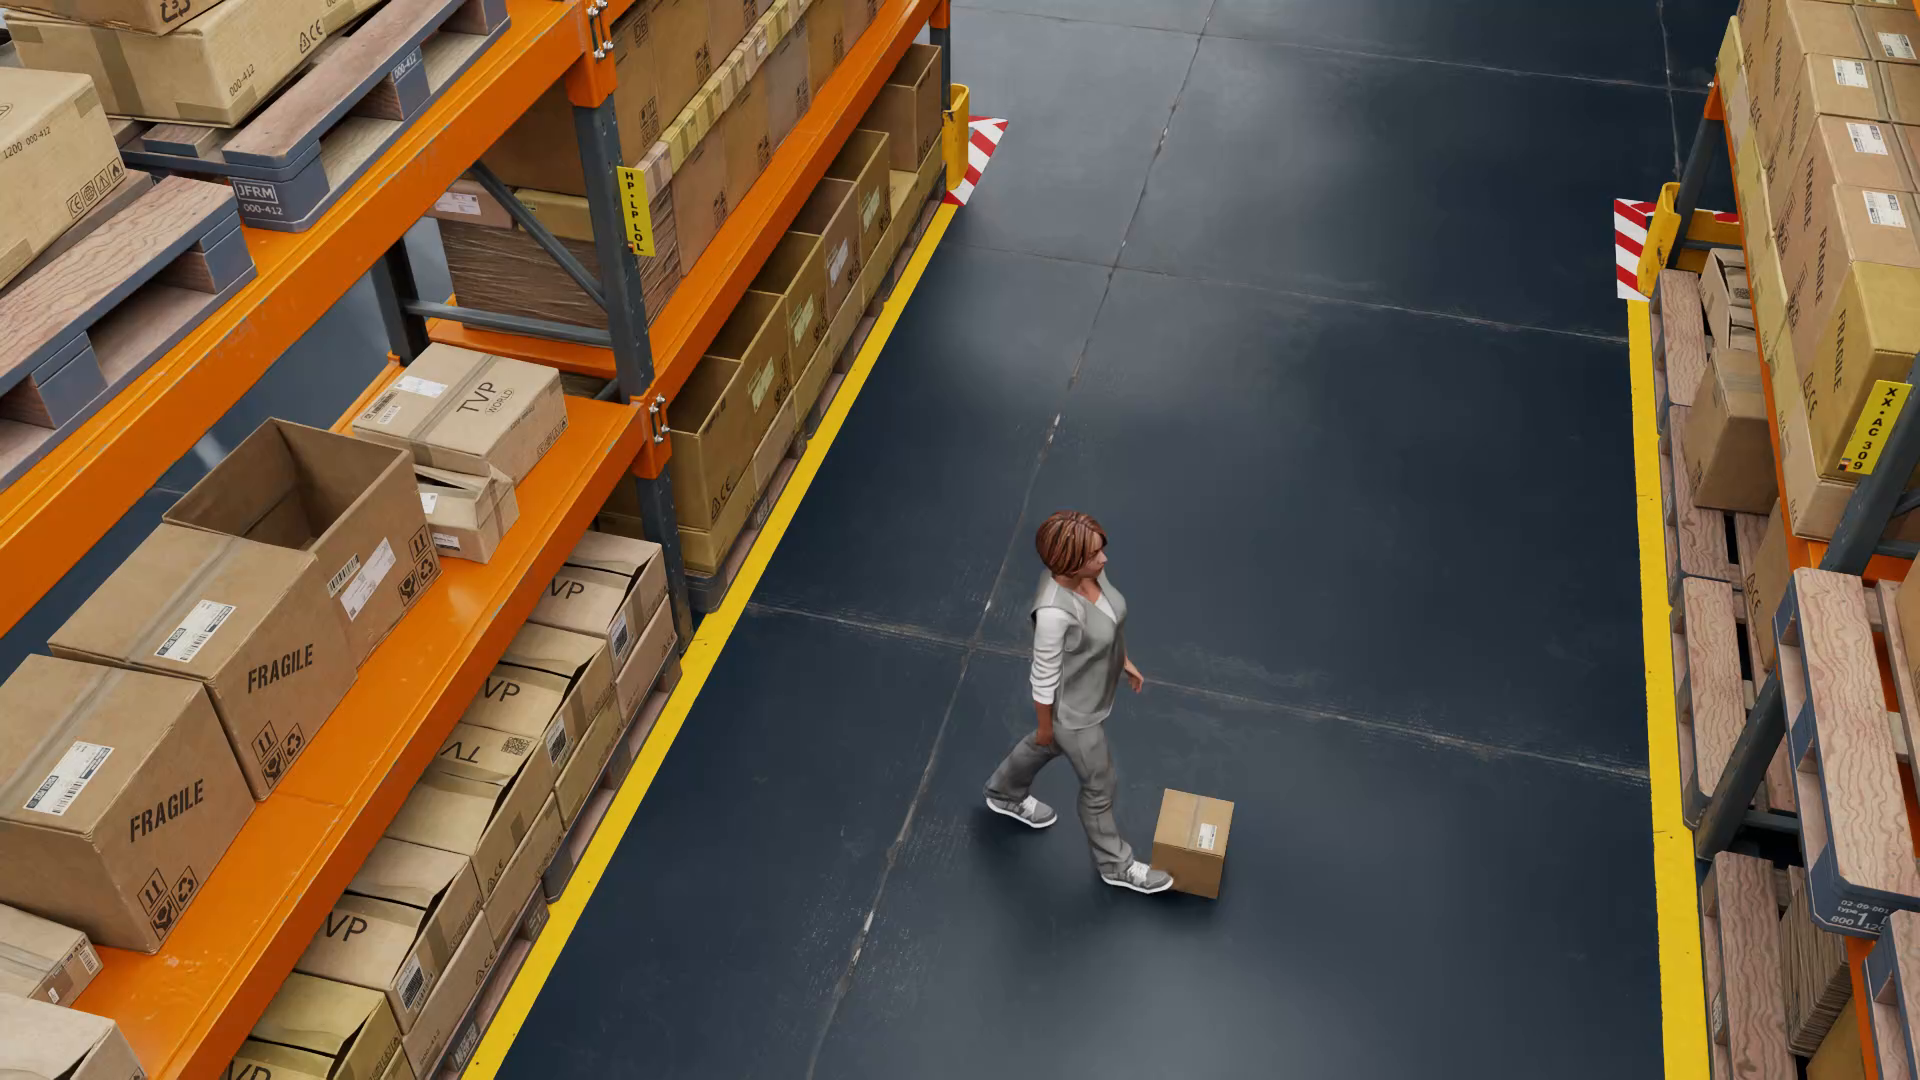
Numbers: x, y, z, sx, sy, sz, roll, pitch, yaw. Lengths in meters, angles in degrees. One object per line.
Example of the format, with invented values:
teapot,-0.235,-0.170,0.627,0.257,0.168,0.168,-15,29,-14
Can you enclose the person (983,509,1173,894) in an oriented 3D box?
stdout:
person,0.431,0.522,5.588,0.748,1.577,0.417,10,43,11
